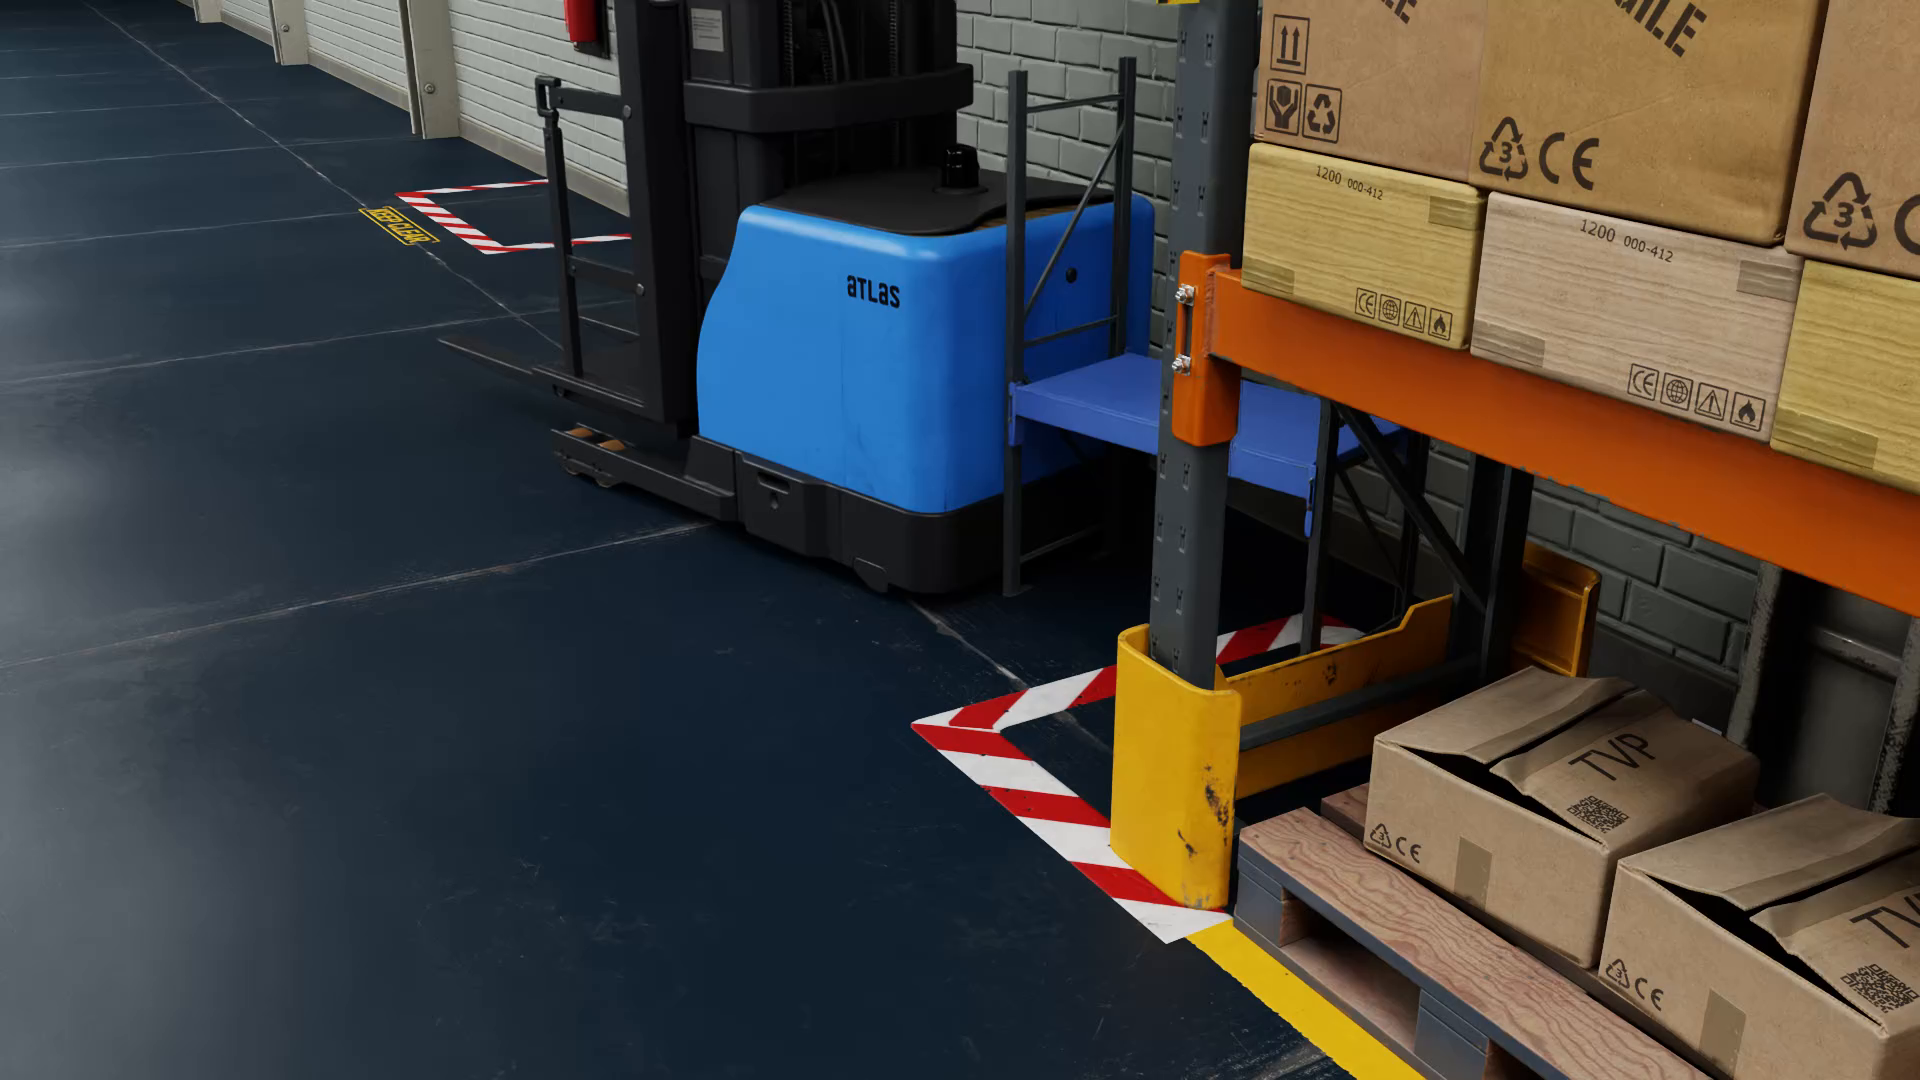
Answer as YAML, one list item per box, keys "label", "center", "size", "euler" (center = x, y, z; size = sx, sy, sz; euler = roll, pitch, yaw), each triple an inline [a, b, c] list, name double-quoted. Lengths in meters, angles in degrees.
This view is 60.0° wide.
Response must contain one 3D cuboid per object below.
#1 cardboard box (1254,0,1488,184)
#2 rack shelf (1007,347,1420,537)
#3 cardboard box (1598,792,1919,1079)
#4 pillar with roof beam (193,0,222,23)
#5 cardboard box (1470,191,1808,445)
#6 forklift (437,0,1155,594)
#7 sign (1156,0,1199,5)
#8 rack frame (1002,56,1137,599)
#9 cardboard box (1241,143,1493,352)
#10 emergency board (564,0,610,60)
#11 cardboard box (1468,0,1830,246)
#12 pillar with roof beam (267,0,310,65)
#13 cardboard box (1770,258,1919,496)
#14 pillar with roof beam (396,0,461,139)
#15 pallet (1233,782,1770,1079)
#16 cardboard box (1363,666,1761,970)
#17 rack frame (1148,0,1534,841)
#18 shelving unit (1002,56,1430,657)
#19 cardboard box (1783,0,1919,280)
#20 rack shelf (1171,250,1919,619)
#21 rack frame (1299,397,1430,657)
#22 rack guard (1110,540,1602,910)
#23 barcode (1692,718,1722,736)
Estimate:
- label: "cardboard box"
  center: [0.843, -0.884, 2.678]
  size: [0.500, 0.500, 0.500]
  euler: [-13, 25, -28]
- label: "rack shelf"
  center: [0.675, -0.292, 4.516]
  size: [1.000, 0.185, 0.538]
  euler: [20, 30, 40]
- label: "cardboard box"
  center: [1.424, 0.659, 2.693]
  size: [0.500, 0.311, 0.500]
  euler: [-10, 24, -24]
- label: "pillar with roof beam"
  center: [-14.002, -10.469, 19.117]
  size: [9.100, 9.000, 0.400]
  euler: [-13, 25, -28]
- label: "cardboard box"
  center: [1.111, -0.364, 2.396]
  size: [0.500, 0.250, 0.500]
  euler: [-13, 26, -30]
- label: "forklift"
  center: [-0.800, -1.660, 5.502]
  size: [3.031, 2.935, 1.130]
  euler: [20, 30, 40]
- label: "sign"
  center: [0.391, -1.105, 2.898]
  size: [0.100, 0.325, 0.005]
  euler: [-13, 25, -28]
- label: "rack frame"
  center: [0.310, -0.592, 4.776]
  size: [0.032, 1.500, 0.500]
  euler: [20, 30, 40]
- label: "cardboard box"
  center: [0.833, -0.529, 2.803]
  size: [0.500, 0.250, 0.500]
  euler: [-13, 26, -30]
- label: "emergency board"
  center: [-2.336, -3.498, 9.934]
  size: [0.194, 1.169, 0.643]
  euler: [-13, 25, -28]
- label: "cardboard box"
  center: [1.087, -0.722, 2.280]
  size: [0.500, 0.500, 0.500]
  euler: [-13, 25, -28]
- label: "pillar with roof beam"
  center: [-10.937, -8.526, 14.338]
  size: [9.100, 9.000, 0.400]
  euler: [-13, 25, -28]
- label: "cardboard box"
  center: [1.366, -0.198, 1.988]
  size: [0.500, 0.250, 0.500]
  euler: [-13, 26, -29]
- label: "pillar with roof beam"
  center: [-7.872, -6.584, 9.560]
  size: [9.100, 9.000, 0.400]
  euler: [-13, 25, -28]
- label: "pallet"
  center: [1.281, 0.777, 3.118]
  size: [1.003, 0.211, 1.213]
  euler: [-13, 25, -28]
- label: "cardboard box"
  center: [1.133, 0.474, 3.147]
  size: [0.500, 0.311, 0.500]
  euler: [-16, 27, -34]
- label: "rack frame"
  center: [0.857, -0.809, 3.318]
  size: [1.000, 3.000, 0.127]
  euler: [-13, 25, -28]
- label: "shelving unit"
  center: [0.675, -0.459, 4.448]
  size: [1.048, 1.500, 0.538]
  euler: [20, 30, 40]
- label: "cardboard box"
  center: [1.345, -0.553, 1.866]
  size: [0.500, 0.500, 0.500]
  euler: [-14, 26, -30]
- label: "rack shelf"
  center: [1.879, 0.172, 1.860]
  size: [1.077, 0.370, 4.000]
  euler: [-13, 25, -28]
- label: "rack frame"
  center: [1.039, -0.325, 4.120]
  size: [0.032, 1.500, 0.500]
  euler: [20, 30, 40]
- label: "rack guard"
  center: [0.896, 0.374, 3.728]
  size: [1.175, 0.500, 0.348]
  euler: [-13, 25, -28]
- label: "barcode"
  center: [1.486, 0.399, 3.321]
  size: [0.001, 0.075, 0.075]
  euler: [-13, 25, -28]
